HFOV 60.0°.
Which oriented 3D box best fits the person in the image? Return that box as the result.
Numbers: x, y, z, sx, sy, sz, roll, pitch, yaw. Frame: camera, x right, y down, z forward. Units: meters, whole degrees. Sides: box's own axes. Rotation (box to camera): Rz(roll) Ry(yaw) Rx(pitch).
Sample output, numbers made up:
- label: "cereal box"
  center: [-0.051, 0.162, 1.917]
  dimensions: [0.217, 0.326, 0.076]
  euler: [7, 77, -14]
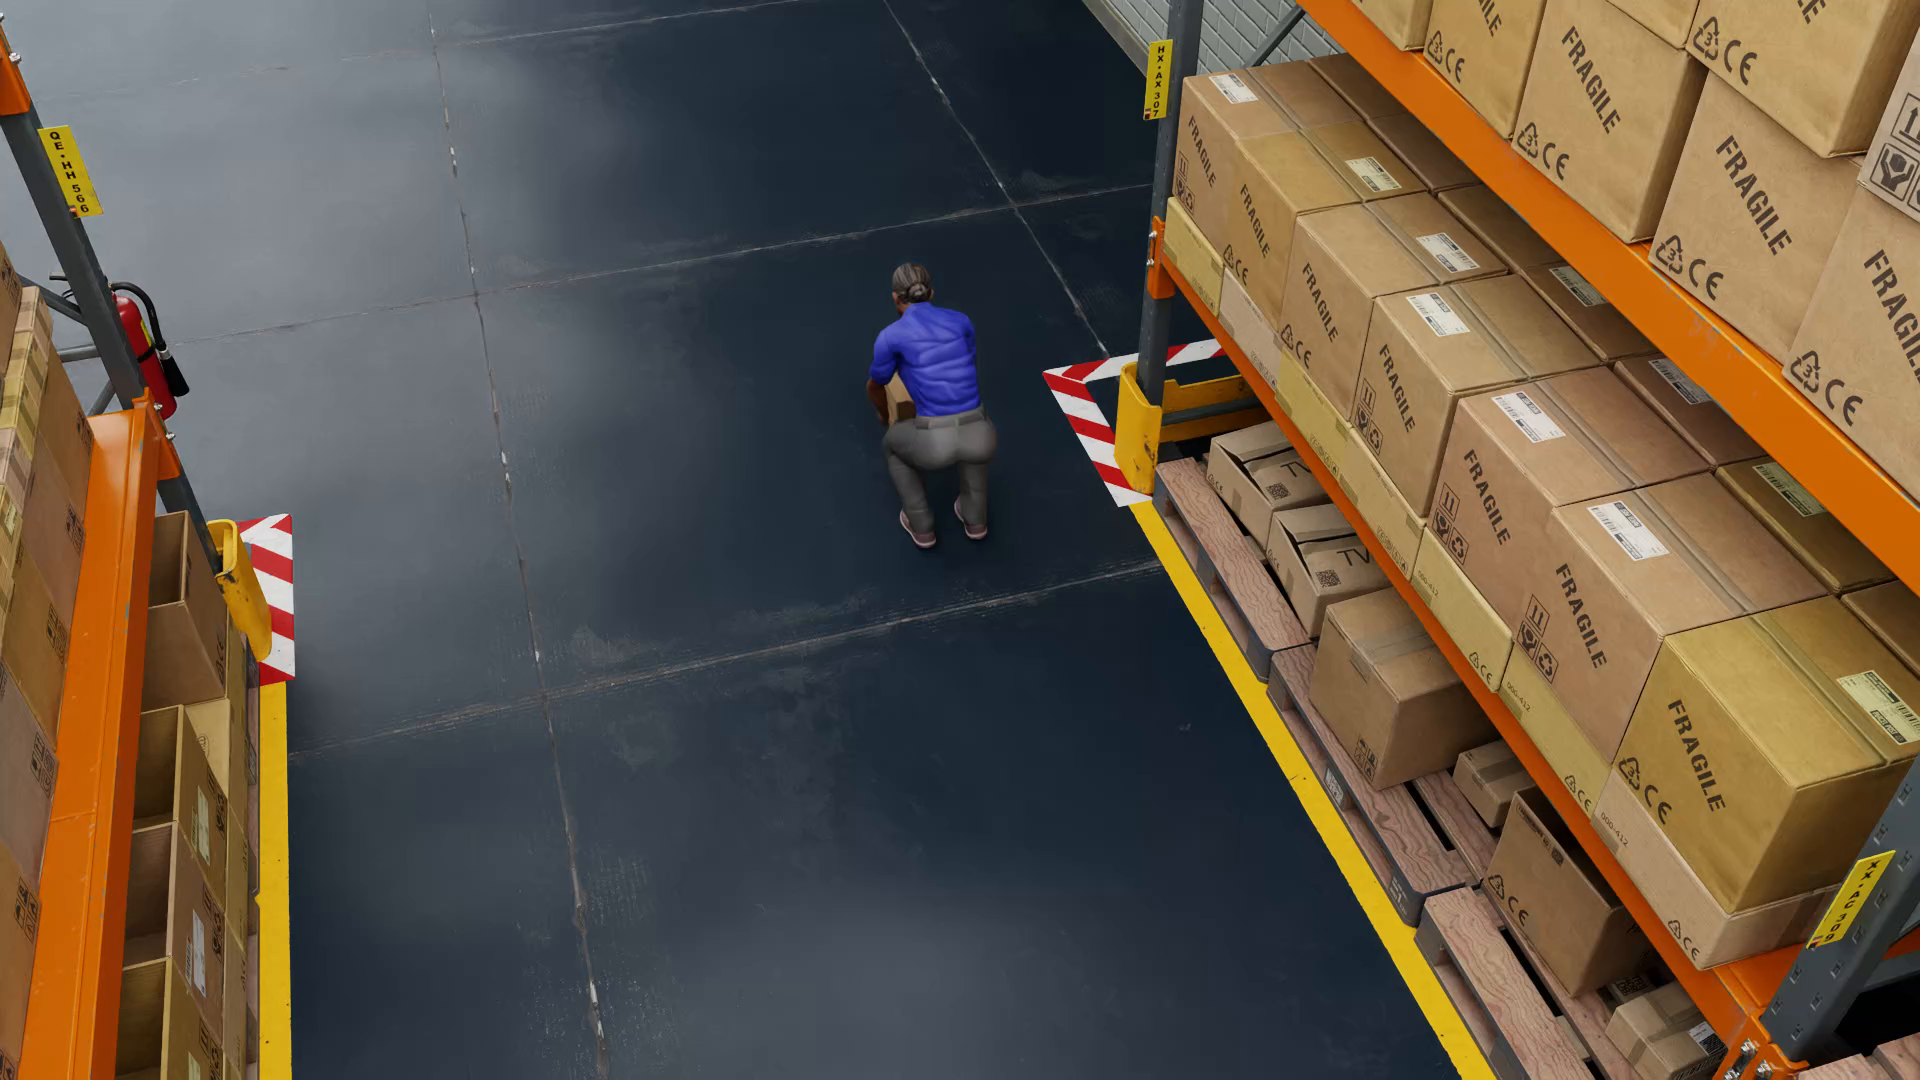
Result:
- label: "person"
  center: [-0.121, -0.533, 7.114]
  dimensions: [0.500, 1.168, 0.726]
  euler: [-10, 43, -11]
